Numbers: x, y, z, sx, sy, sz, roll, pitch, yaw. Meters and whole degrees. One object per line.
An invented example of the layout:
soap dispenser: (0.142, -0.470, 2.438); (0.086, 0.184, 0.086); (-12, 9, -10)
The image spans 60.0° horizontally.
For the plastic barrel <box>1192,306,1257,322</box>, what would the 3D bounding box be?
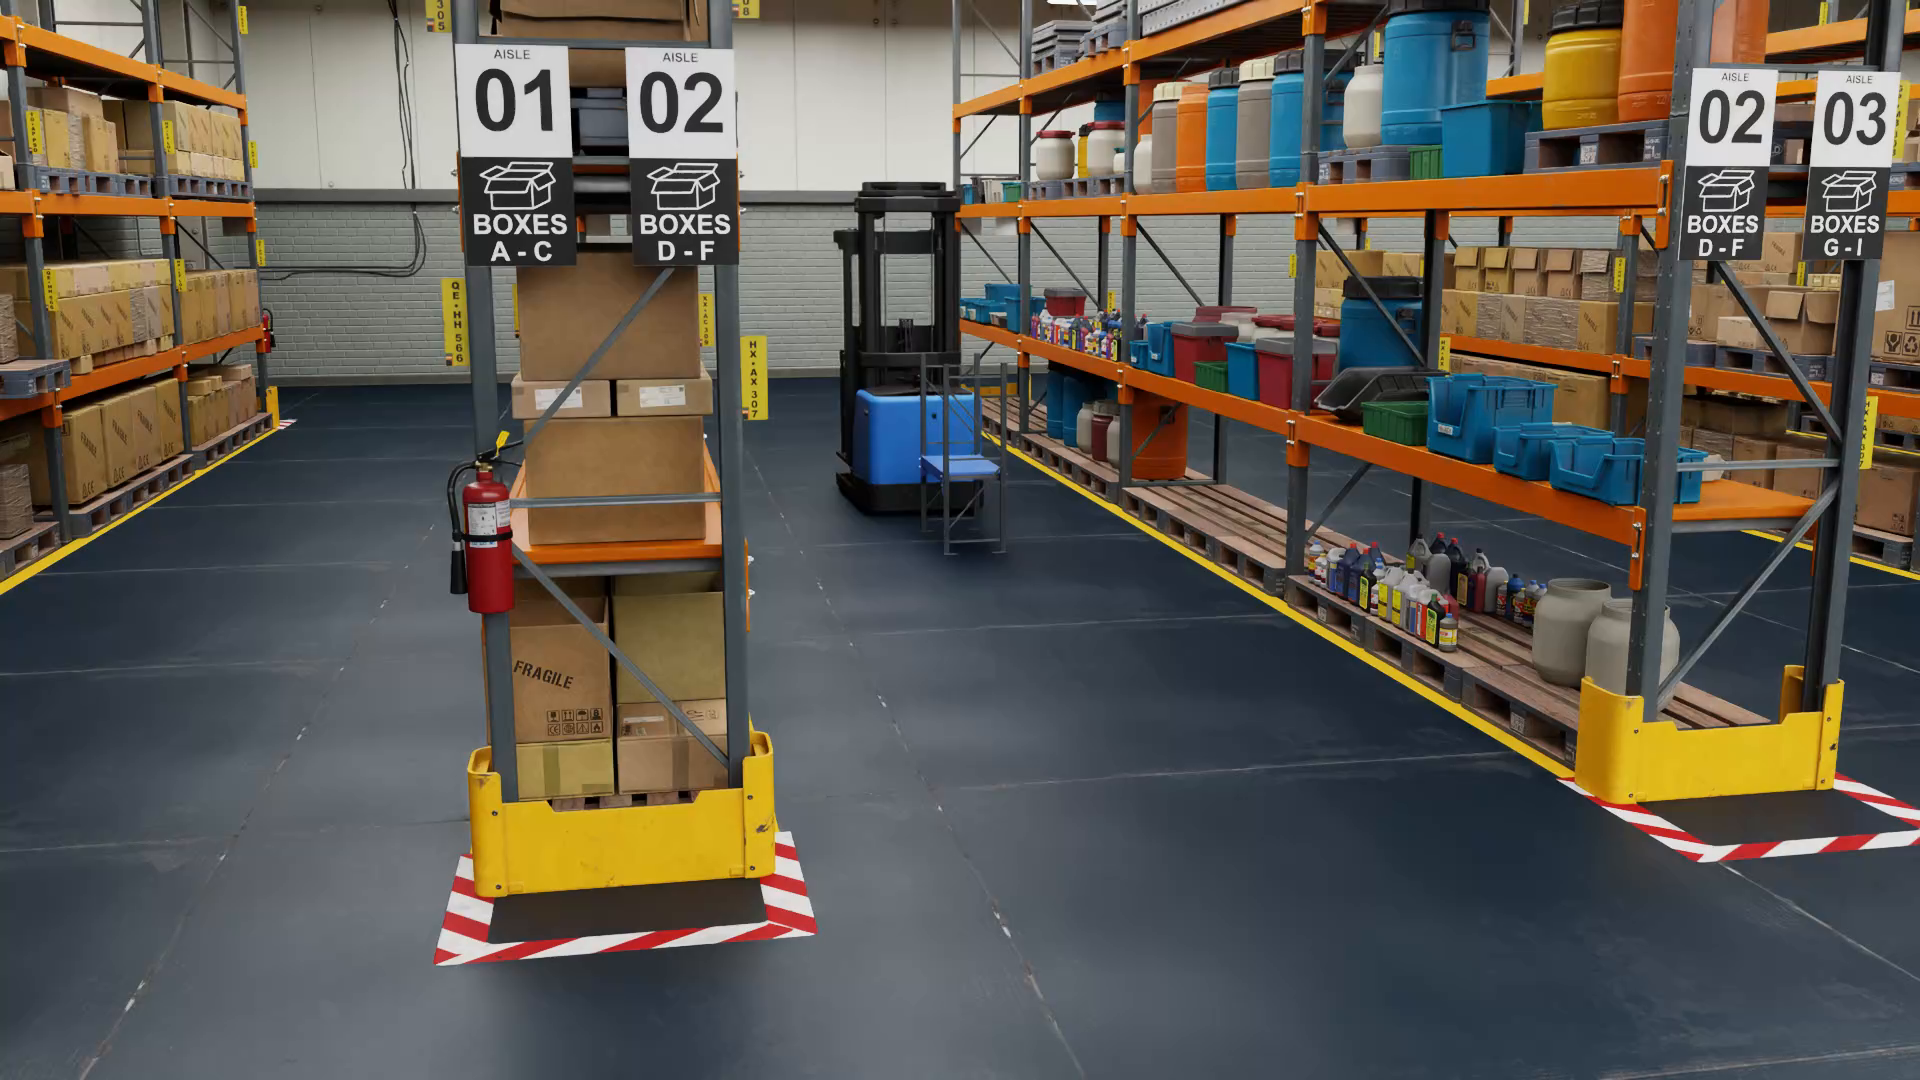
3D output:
plastic barrel: (2.347, -1.785, 14.691); (0.600, 0.536, 0.708); (-2, 11, -11)

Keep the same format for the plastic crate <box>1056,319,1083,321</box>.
plastic crate: (1.231, -2.517, 19.442); (0.396, 0.136, 0.243); (-2, 11, -11)

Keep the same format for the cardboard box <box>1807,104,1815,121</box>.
cardboard box: (7.348, -3.478, 14.318); (0.500, 0.500, 0.500); (-2, 11, -10)

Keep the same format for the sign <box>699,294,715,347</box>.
sign: (-1.578, -1.364, 10.315); (0.100, 0.325, 0.005); (-2, 11, -11)

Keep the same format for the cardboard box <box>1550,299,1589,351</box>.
cardboard box: (6.388, -2.195, 16.939); (0.500, 0.500, 0.500); (-2, 11, -12)

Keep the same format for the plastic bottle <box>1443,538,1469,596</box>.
plastic bottle: (3.183, 0.169, 10.694); (0.144, 0.351, 0.185); (-3, 11, -14)

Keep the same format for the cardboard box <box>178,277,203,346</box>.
cardboard box: (-8.626, -2.413, 17.552); (0.980, 0.700, 0.700); (-2, 11, -10)

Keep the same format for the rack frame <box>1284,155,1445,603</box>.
rack frame: (2.738, -1.059, 11.238); (1.000, 3.000, 0.127); (-2, 11, -11)

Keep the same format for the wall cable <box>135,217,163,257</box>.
wall cable: (-10.491, -3.599, 21.867); (0.084, 1.984, 1.851); (-2, 11, -11)

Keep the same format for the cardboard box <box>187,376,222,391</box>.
cardboard box: (-8.570, -1.769, 18.796); (0.380, 0.149, 0.250); (-2, 11, -13)

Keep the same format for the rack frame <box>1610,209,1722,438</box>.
rack frame: (6.818, -1.973, 16.039); (1.000, 3.000, 0.127); (-2, 11, -11)

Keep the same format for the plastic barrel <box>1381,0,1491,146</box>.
plastic barrel: (2.826, -2.799, 9.892); (0.600, 0.901, 0.708); (-2, 11, -11)

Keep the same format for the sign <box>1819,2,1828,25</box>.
sign: (10.389, -6.297, 20.002); (0.100, 0.325, 0.005); (-2, 11, -11)

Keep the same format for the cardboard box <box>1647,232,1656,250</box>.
cardboard box: (10.078, -4.104, 23.499); (0.500, 0.500, 0.500); (-2, 11, -9)

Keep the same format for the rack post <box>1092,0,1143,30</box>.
rack post: (1.779, -4.834, 15.229); (0.954, 0.300, 0.937); (-2, 11, -11)

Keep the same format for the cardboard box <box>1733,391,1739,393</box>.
cardboard box: (10.465, -2.014, 21.959); (0.380, 0.149, 0.250); (-2, 11, -10)

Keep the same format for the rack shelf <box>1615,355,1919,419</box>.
rack shelf: (7.207, -1.253, 14.179); (1.077, 0.370, 4.000); (-2, 11, -11)

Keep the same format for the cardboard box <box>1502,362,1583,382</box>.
cardboard box: (6.539, -1.426, 17.728); (1.225, 0.875, 0.875); (-2, 11, -11)

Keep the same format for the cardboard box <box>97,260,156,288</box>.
cardboard box: (-8.104, -2.569, 16.049); (0.500, 0.250, 0.500); (-2, 11, -10)

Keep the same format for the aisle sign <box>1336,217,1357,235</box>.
aisle sign: (5.543, -4.741, 23.631); (0.394, 0.787, 0.004); (-2, 11, -11)

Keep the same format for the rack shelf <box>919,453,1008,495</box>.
rack shelf: (0.017, -0.544, 13.508); (0.538, 0.185, 1.000); (-2, 11, -11)

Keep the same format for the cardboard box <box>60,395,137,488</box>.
cardboard box: (-7.937, -0.883, 14.940); (0.750, 0.750, 0.750); (-2, 11, -11)

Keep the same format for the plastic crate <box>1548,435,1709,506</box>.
plastic crate: (3.125, -0.333, 7.823); (0.499, 0.251, 0.616); (-2, 11, -11)

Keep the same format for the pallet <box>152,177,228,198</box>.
pallet: (-8.919, -3.970, 18.746); (1.003, 0.211, 1.213); (-2, 11, -11)

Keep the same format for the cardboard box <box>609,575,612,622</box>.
cardboard box: (-2.144, 0.176, 8.973); (0.500, 0.500, 0.500); (-2, 11, -11)

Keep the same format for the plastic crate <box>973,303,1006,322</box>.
plastic crate: (0.385, -2.908, 21.242); (0.416, 0.233, 0.300); (-2, 11, -11)

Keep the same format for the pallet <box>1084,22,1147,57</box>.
pallet: (1.850, -4.584, 15.288); (1.213, 0.211, 1.003); (-2, 11, -11)

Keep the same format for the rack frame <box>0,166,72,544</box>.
rack frame: (-7.758, -1.432, 13.200); (1.000, 3.000, 0.127); (-2, 11, -11)

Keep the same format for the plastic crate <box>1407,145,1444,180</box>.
plastic crate: (2.778, -2.129, 9.405); (0.336, 0.188, 0.450); (-2, 11, -11)

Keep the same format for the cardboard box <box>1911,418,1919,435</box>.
cardboard box: (11.103, -1.416, 18.675); (0.500, 0.500, 0.500); (-3, 11, -14)

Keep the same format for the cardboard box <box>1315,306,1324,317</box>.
cardboard box: (5.109, -3.146, 22.872); (0.380, 0.149, 0.250); (-2, 11, -12)

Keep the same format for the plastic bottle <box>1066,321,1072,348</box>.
plastic bottle: (1.138, -2.112, 17.114); (0.097, 0.271, 0.097); (0, 11, 0)

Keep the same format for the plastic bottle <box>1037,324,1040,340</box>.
plastic bottle: (0.901, -2.301, 18.294); (0.097, 0.201, 0.097); (0, 11, 0)

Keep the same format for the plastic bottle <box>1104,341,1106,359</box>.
plastic bottle: (1.413, -1.818, 15.756); (0.097, 0.201, 0.097); (0, 11, 0)

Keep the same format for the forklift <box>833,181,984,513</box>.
forklift: (-0.599, -1.913, 15.910); (1.130, 2.935, 3.031); (-2, 11, -12)

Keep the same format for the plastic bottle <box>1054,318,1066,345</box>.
plastic bottle: (1.078, -2.197, 17.548); (0.152, 0.276, 0.135); (-2, 11, -11)

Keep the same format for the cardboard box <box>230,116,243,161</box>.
cardboard box: (-8.904, -4.799, 19.870); (0.500, 0.500, 0.500); (-2, 11, -11)

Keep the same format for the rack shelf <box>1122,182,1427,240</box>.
rack shelf: (2.349, -2.546, 12.952); (1.077, 0.370, 4.000); (-2, 11, -11)

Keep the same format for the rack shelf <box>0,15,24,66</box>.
rack shelf: (-7.369, -3.463, 10.816); (1.077, 0.370, 4.000); (-2, 11, -11)

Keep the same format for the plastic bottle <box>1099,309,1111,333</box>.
plastic bottle: (1.576, -2.306, 17.923); (0.144, 0.351, 0.185); (-2, 11, -11)

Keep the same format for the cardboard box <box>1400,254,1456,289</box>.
cardboard box: (5.688, -3.222, 20.201); (0.500, 0.500, 0.500); (-2, 11, -9)

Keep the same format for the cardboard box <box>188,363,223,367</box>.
cardboard box: (-9.300, -2.088, 20.469); (0.380, 0.149, 0.250); (-2, 11, -11)

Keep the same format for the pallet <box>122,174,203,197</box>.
pallet: (-8.685, -3.746, 17.572); (1.003, 0.211, 1.213); (-2, 11, -11)

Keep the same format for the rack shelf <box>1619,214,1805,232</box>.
rack shelf: (10.536, -4.355, 22.458); (1.077, 0.370, 4.000); (-2, 11, -11)

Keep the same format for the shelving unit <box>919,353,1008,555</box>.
shelving unit: (0.017, -0.721, 13.474); (0.538, 1.500, 1.048); (-2, 11, -11)

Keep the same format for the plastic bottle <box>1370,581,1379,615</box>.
plastic bottle: (2.557, 0.350, 10.142); (0.097, 0.201, 0.097); (0, 11, 0)

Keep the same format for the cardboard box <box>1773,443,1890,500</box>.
cardboard box: (7.314, -0.531, 13.975); (0.700, 0.500, 0.500); (-3, 11, -16)

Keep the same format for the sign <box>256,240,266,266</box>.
sign: (-8.779, -3.602, 20.868); (0.100, 0.325, 0.005); (-2, 11, -11)

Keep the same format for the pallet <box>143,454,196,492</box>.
pallet: (-8.312, -0.657, 16.586); (1.003, 0.211, 1.213); (-2, 11, -11)

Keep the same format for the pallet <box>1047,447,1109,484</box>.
pallet: (1.532, -0.789, 17.278); (1.003, 0.211, 1.213); (-2, 11, -11)

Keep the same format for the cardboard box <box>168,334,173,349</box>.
cardboard box: (-8.193, -2.001, 16.804); (0.380, 0.149, 0.250); (-2, 11, -10)

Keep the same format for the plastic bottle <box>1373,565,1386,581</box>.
plastic bottle: (2.590, 0.289, 10.279); (0.097, 0.271, 0.097); (0, 11, 0)

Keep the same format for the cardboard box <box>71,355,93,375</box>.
cardboard box: (-7.604, -1.486, 14.100); (0.380, 0.149, 0.250); (-2, 11, -9)

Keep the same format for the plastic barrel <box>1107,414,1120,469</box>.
plastic barrel: (1.650, -0.966, 16.281); (0.421, 0.512, 0.421); (0, 11, 0)

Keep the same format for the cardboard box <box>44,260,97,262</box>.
cardboard box: (-8.594, -2.550, 15.949); (0.500, 0.250, 0.500); (-2, 11, -10)
